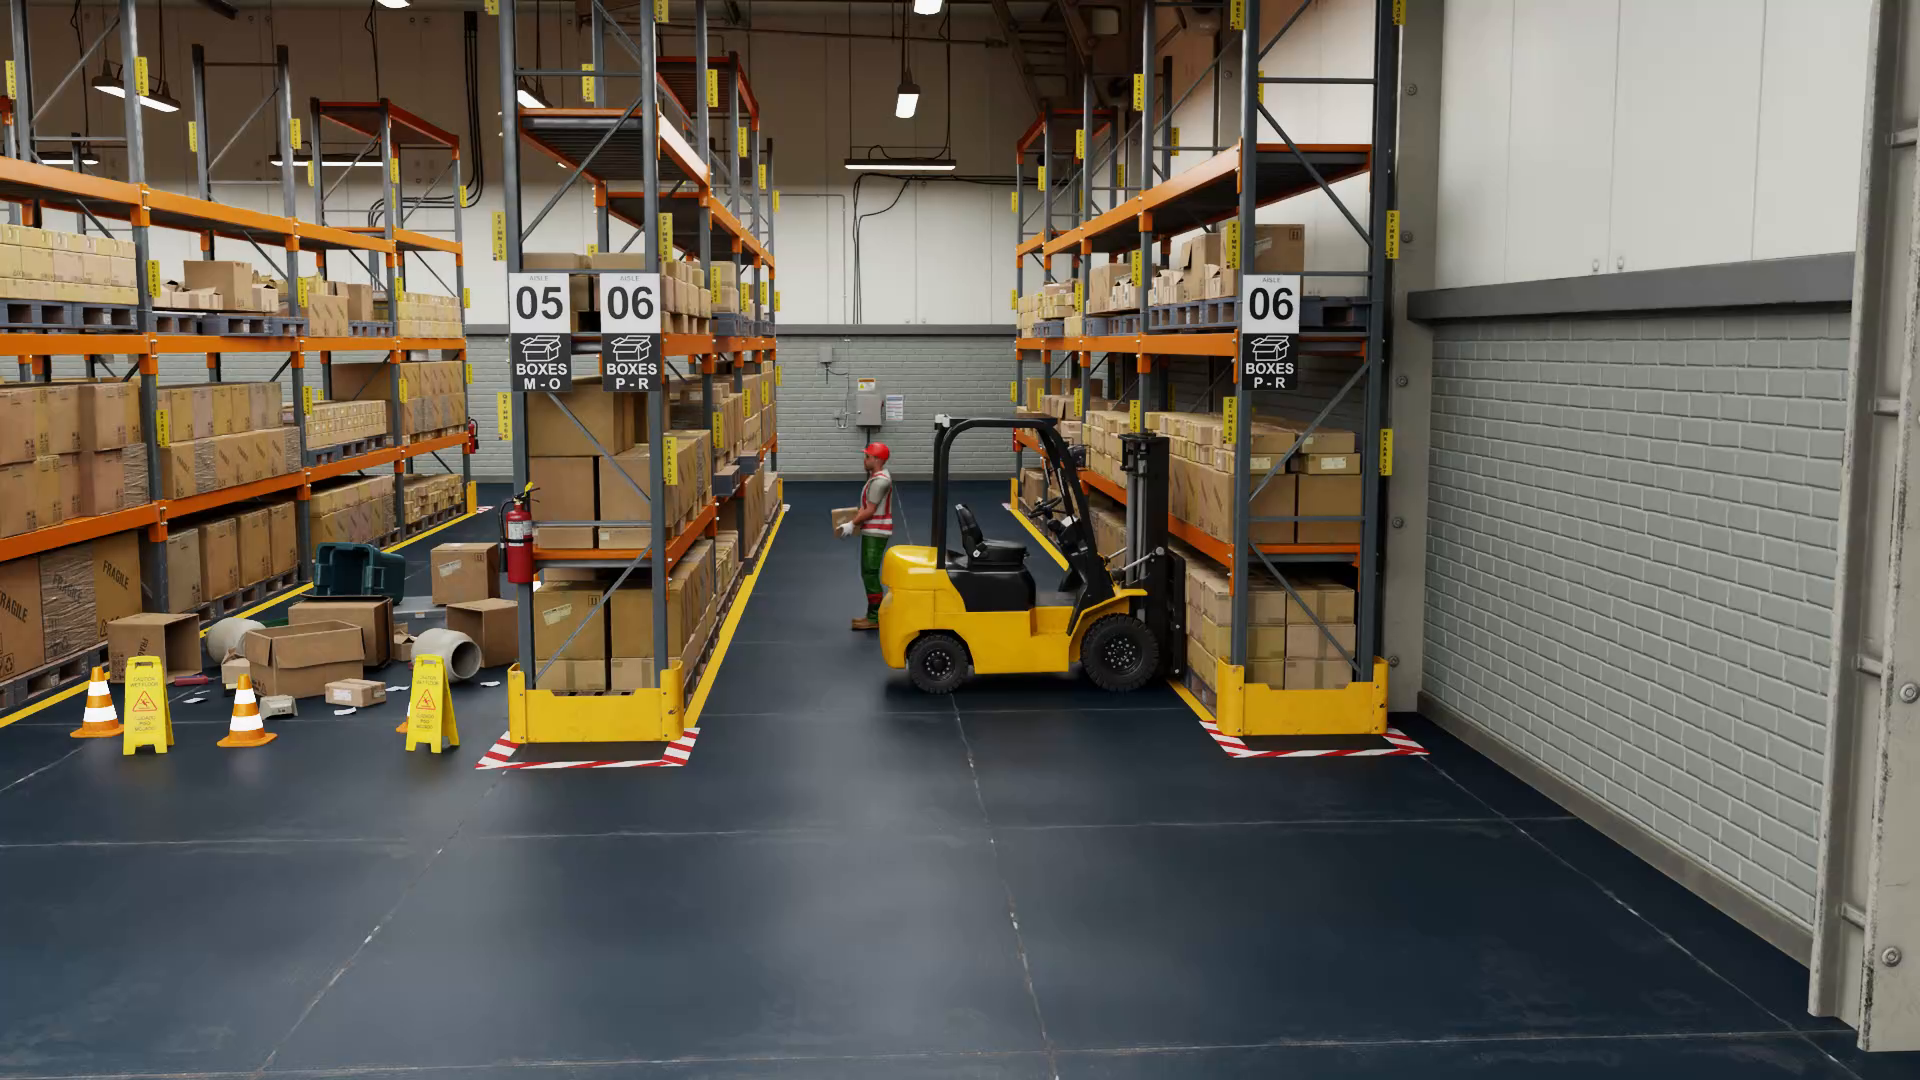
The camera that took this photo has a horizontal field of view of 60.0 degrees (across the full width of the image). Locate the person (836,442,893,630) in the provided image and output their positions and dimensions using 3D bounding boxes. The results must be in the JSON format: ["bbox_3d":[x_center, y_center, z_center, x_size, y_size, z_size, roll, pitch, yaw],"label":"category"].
[{"bbox_3d":[-0.917,-0.043,15.982,0.547,1.793,0.519,0,7,-4],"label":"person"}]
